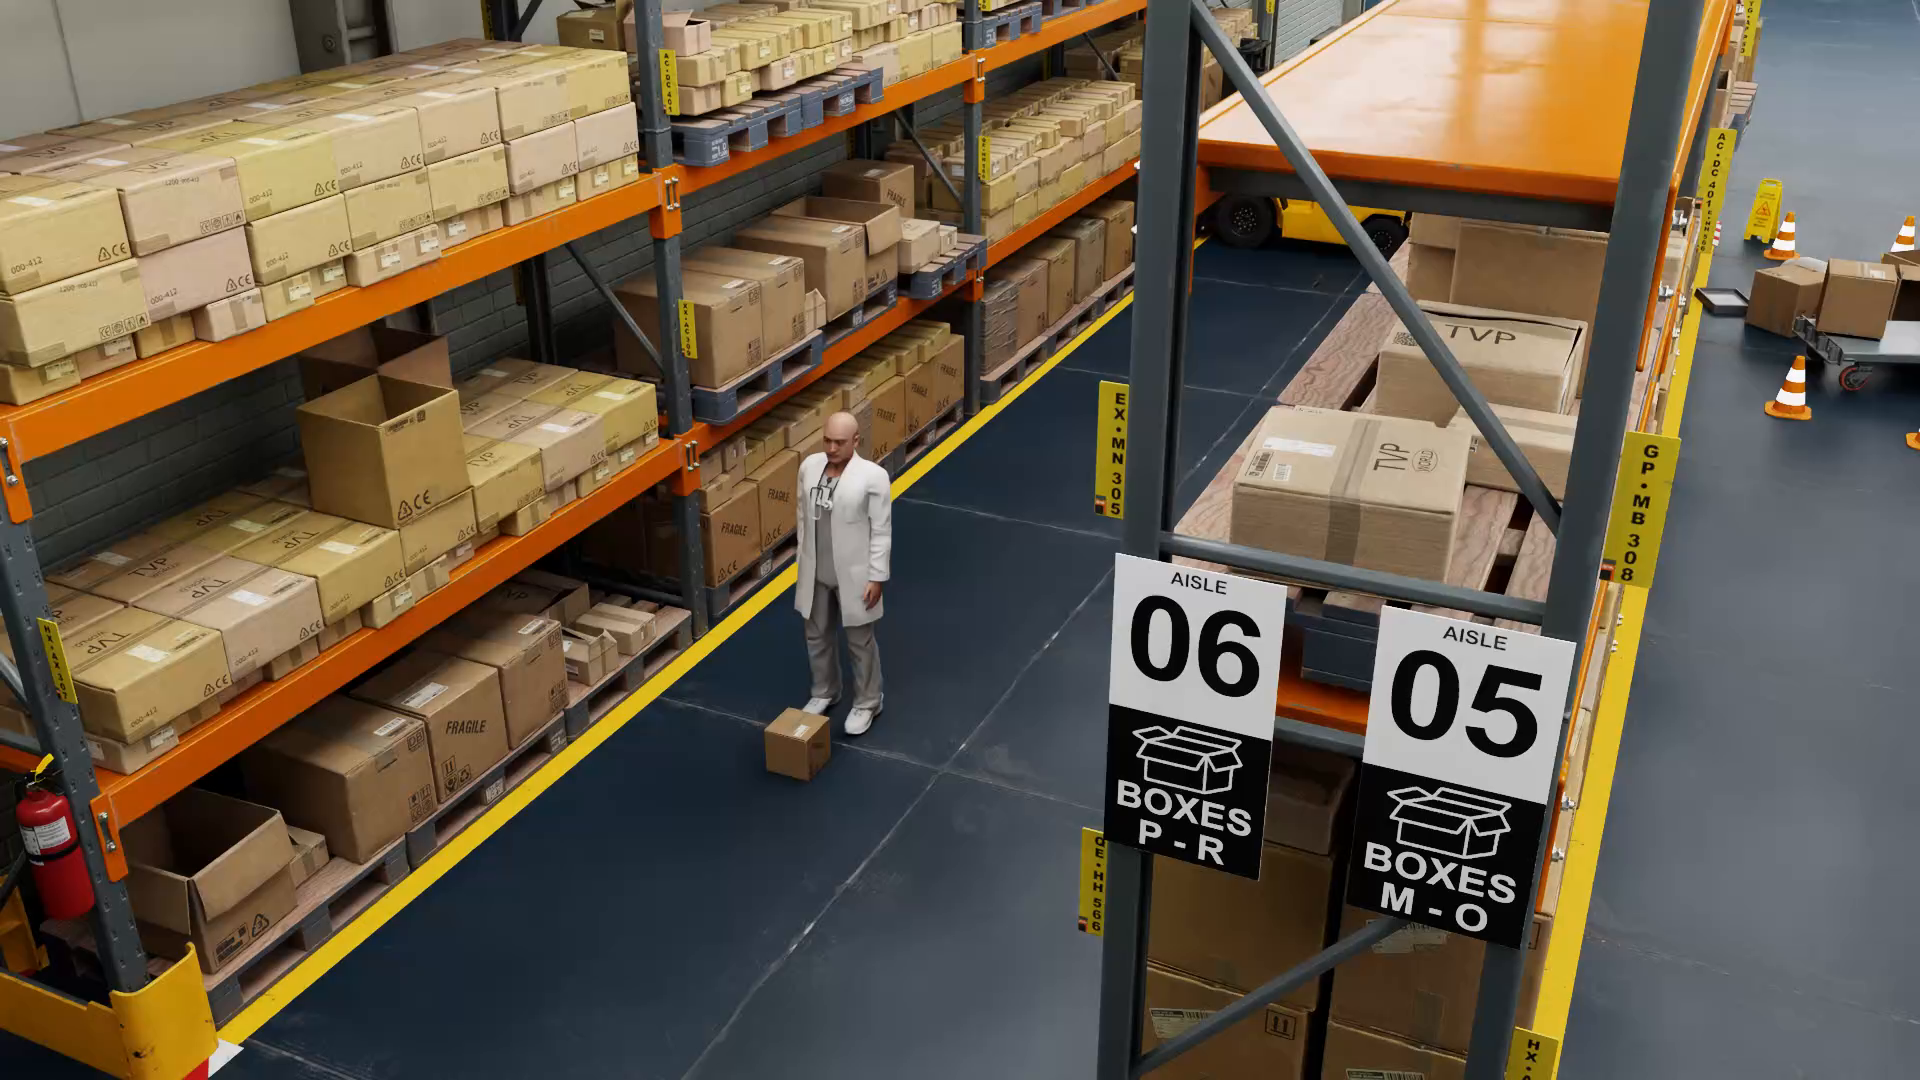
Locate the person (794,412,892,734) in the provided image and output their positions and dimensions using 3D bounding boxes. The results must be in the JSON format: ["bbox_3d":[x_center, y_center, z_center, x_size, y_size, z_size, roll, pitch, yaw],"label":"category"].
[{"bbox_3d":[-0.627,0.177,8.765,0.562,1.779,0.388,12,28,23],"label":"person"}]
